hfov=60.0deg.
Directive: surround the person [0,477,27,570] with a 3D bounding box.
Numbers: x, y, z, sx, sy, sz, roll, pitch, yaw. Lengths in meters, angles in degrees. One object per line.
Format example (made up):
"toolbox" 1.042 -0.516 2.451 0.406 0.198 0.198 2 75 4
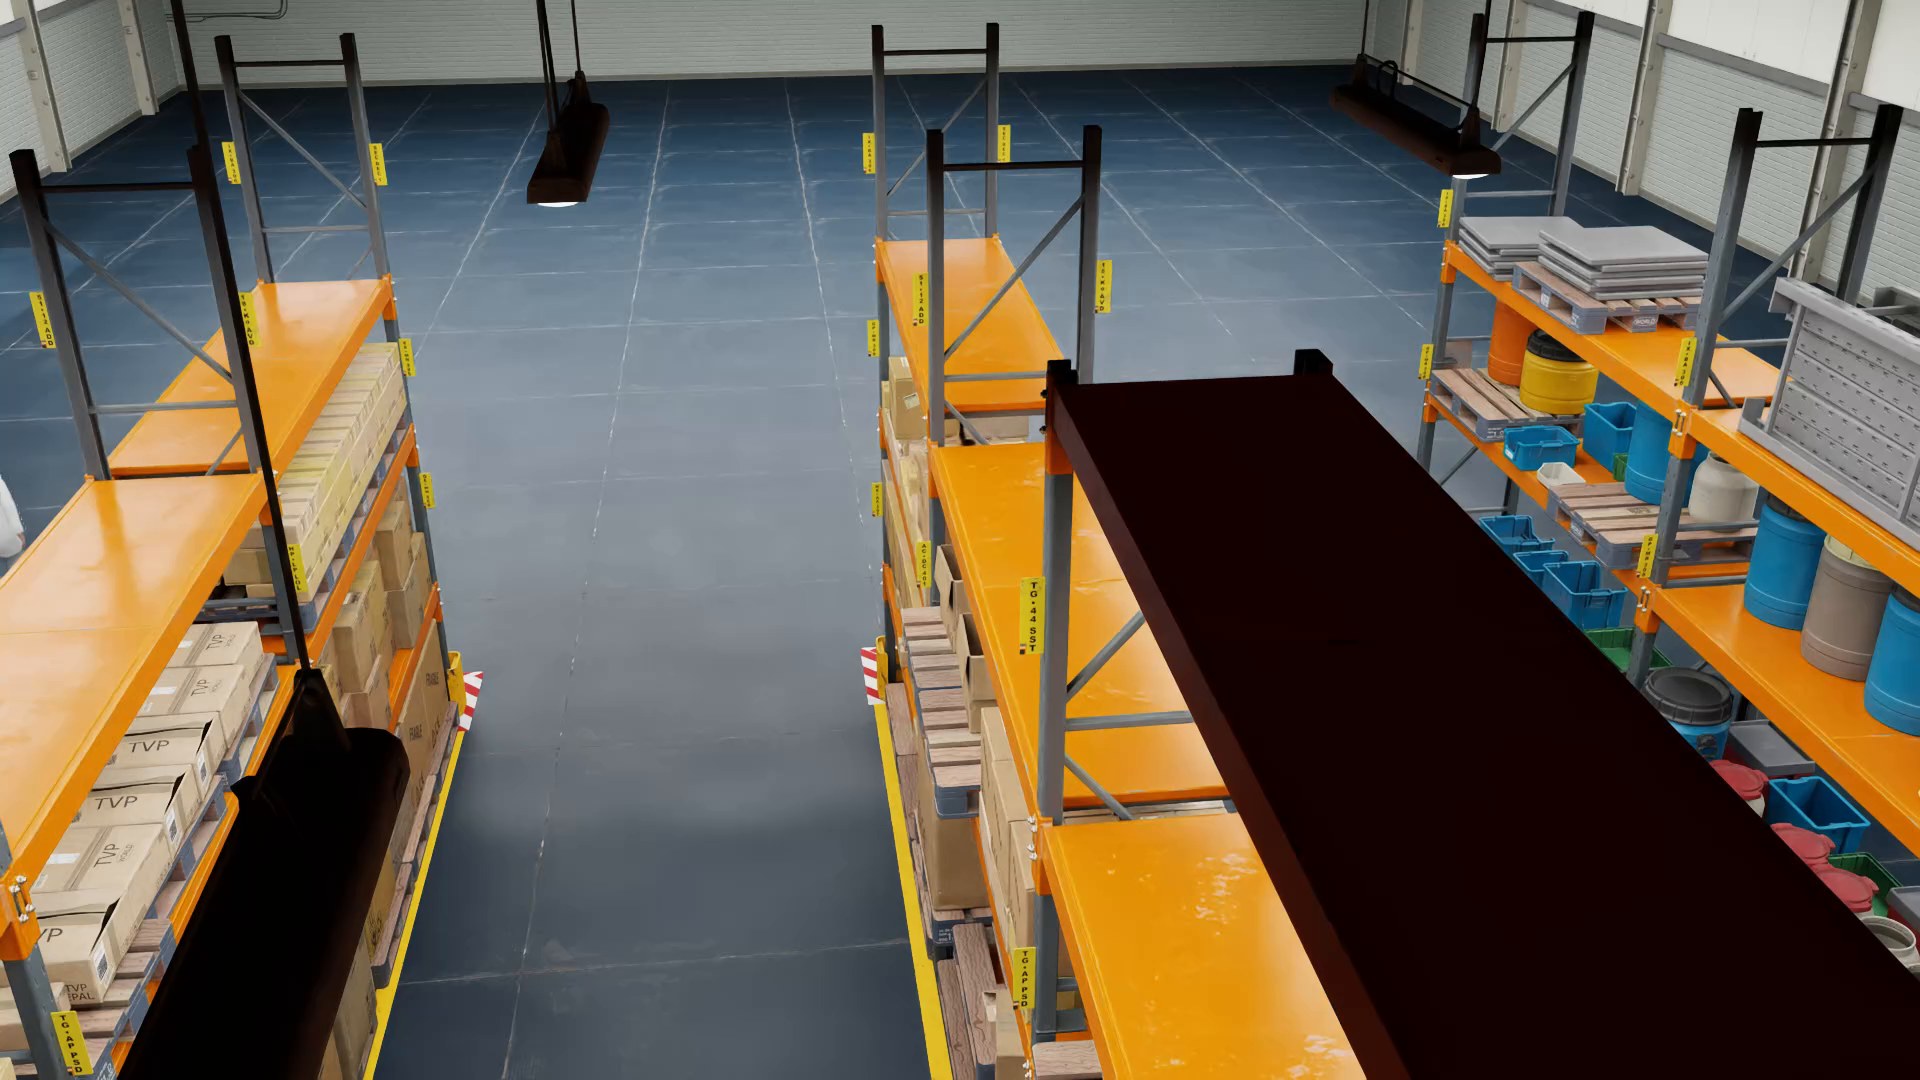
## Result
"person" -9.662 -0.061 16.606 0.722 1.796 0.771 -4 26 -9
